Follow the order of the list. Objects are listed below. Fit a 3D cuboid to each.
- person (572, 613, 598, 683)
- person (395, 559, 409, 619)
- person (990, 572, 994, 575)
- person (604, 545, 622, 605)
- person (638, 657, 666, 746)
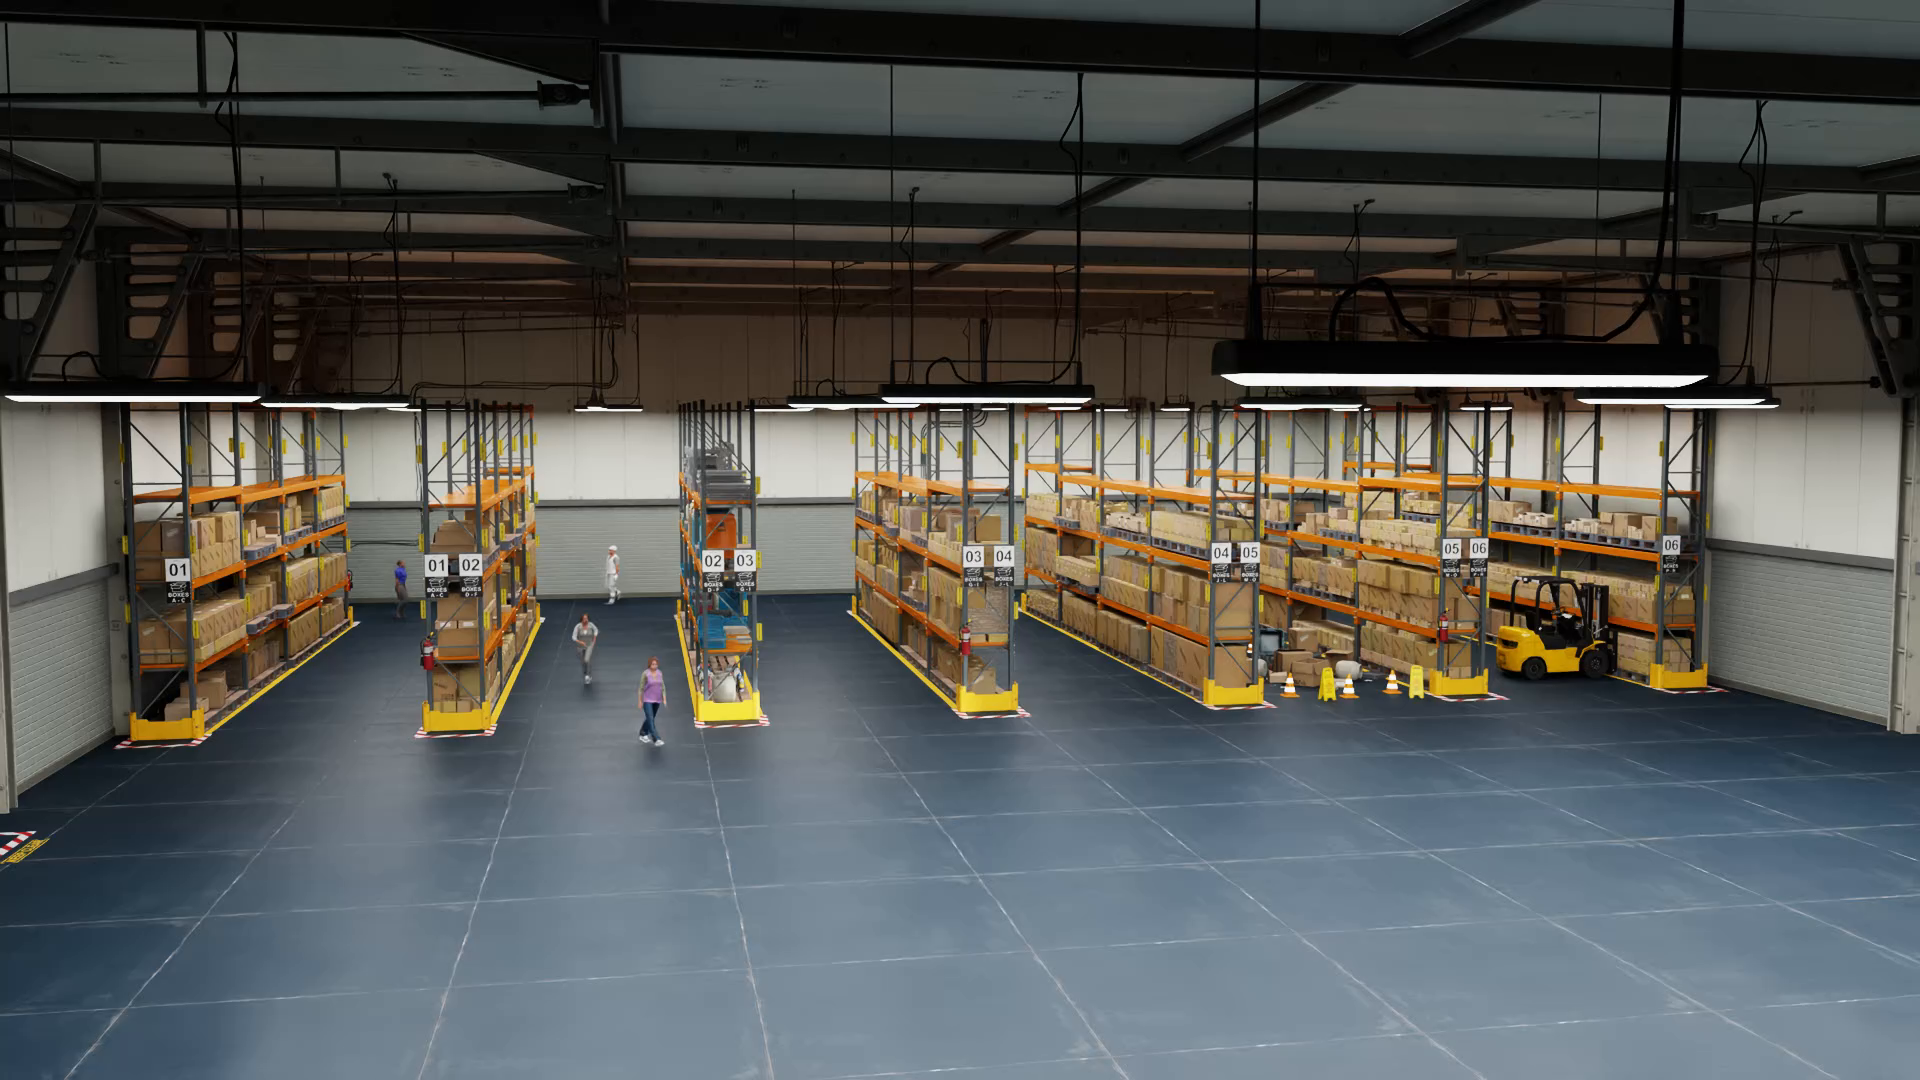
[{"bbox_3d":[-7.945,2.299,35.278,0.471,1.490,0.781,0,4,1],"label":"person"},{"bbox_3d":[-15.673,1.370,46.688,0.408,1.674,0.473,-1,4,-10],"label":"person"},{"bbox_3d":[1.177,1.076,50.686,0.453,1.616,1.066,1,5,17],"label":"person"},{"bbox_3d":[-10.449,1.049,50.113,0.660,1.780,0.575,-4,6,-45],"label":"person"},{"bbox_3d":[-5.271,2.773,28.605,1.020,1.532,0.430,4,6,44],"label":"person"}]
